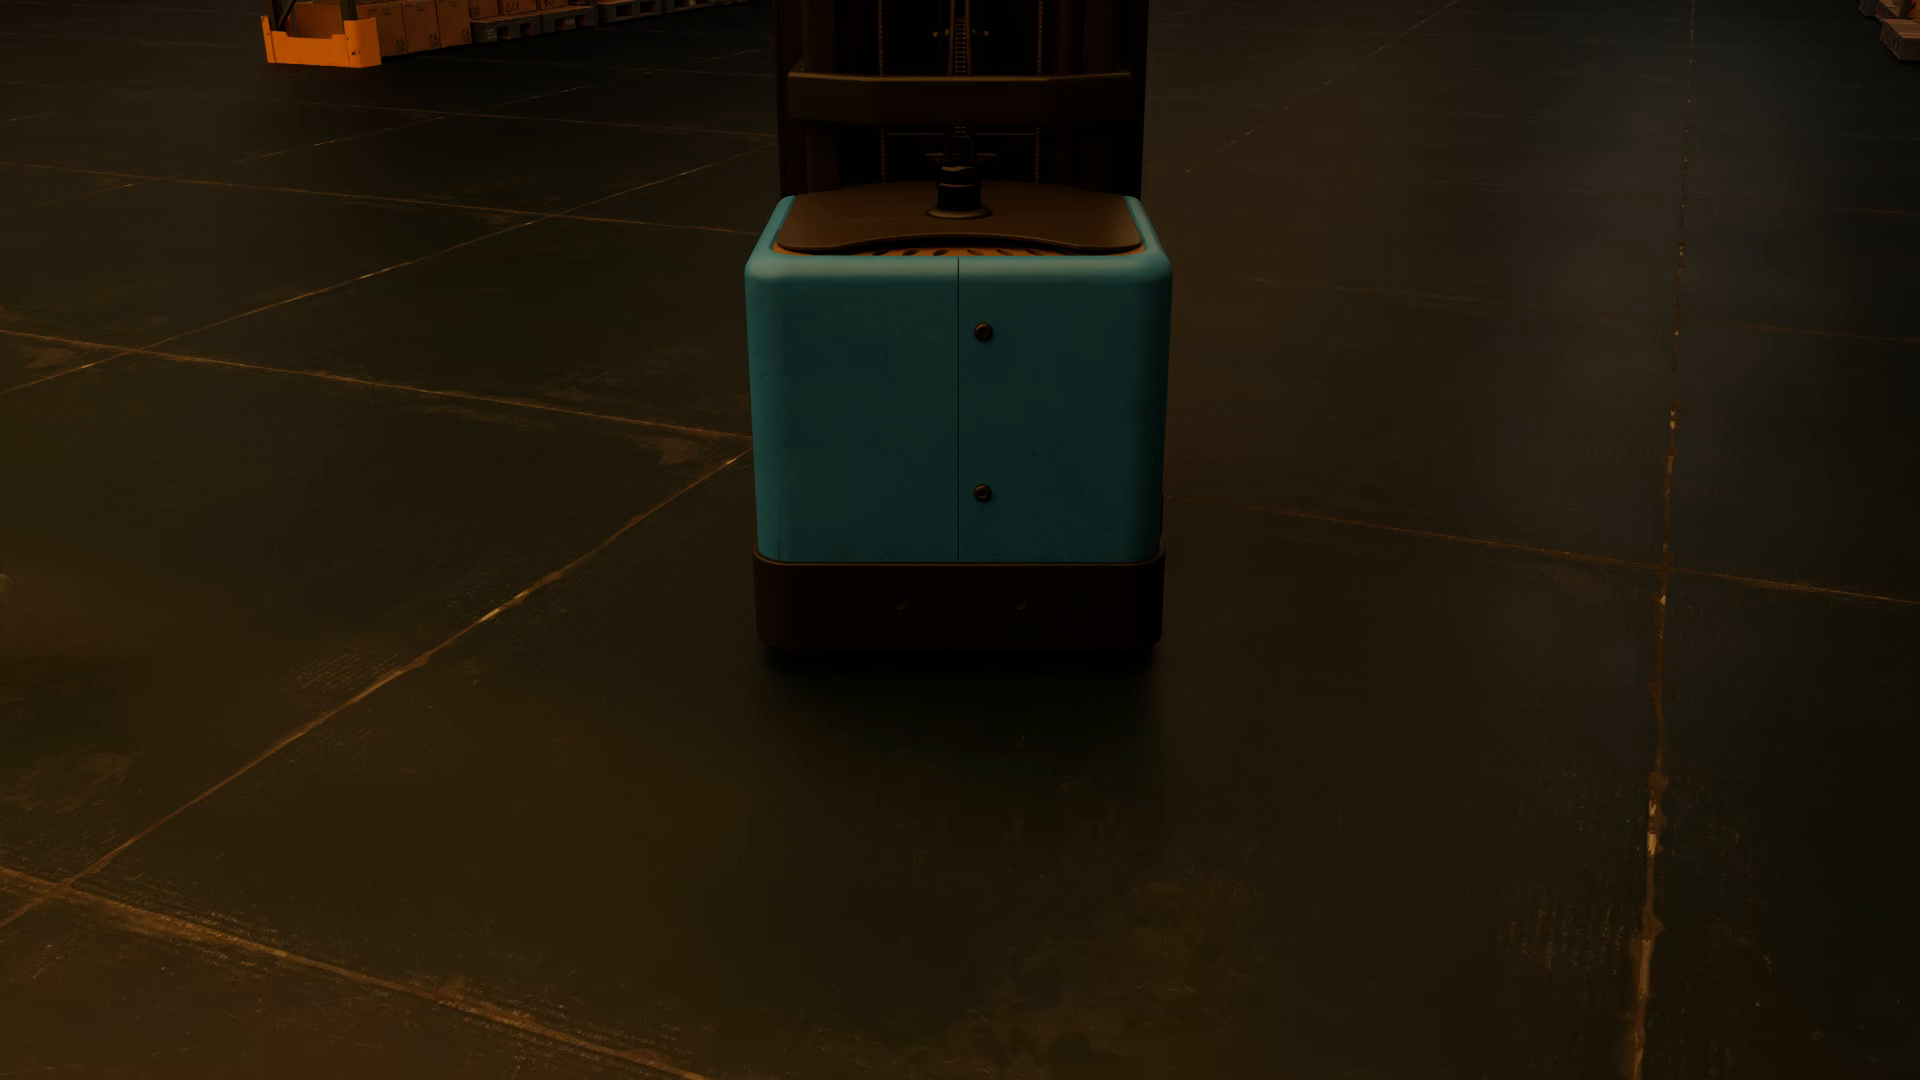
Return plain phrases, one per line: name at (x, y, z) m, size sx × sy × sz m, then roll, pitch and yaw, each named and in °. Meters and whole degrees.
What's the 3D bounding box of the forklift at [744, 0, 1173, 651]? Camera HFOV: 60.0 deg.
forklift at (0.002, -1.587, 5.089) m, size 1.130 × 2.935 × 3.031 m, roll 0°, pitch 23°, yaw 0°
